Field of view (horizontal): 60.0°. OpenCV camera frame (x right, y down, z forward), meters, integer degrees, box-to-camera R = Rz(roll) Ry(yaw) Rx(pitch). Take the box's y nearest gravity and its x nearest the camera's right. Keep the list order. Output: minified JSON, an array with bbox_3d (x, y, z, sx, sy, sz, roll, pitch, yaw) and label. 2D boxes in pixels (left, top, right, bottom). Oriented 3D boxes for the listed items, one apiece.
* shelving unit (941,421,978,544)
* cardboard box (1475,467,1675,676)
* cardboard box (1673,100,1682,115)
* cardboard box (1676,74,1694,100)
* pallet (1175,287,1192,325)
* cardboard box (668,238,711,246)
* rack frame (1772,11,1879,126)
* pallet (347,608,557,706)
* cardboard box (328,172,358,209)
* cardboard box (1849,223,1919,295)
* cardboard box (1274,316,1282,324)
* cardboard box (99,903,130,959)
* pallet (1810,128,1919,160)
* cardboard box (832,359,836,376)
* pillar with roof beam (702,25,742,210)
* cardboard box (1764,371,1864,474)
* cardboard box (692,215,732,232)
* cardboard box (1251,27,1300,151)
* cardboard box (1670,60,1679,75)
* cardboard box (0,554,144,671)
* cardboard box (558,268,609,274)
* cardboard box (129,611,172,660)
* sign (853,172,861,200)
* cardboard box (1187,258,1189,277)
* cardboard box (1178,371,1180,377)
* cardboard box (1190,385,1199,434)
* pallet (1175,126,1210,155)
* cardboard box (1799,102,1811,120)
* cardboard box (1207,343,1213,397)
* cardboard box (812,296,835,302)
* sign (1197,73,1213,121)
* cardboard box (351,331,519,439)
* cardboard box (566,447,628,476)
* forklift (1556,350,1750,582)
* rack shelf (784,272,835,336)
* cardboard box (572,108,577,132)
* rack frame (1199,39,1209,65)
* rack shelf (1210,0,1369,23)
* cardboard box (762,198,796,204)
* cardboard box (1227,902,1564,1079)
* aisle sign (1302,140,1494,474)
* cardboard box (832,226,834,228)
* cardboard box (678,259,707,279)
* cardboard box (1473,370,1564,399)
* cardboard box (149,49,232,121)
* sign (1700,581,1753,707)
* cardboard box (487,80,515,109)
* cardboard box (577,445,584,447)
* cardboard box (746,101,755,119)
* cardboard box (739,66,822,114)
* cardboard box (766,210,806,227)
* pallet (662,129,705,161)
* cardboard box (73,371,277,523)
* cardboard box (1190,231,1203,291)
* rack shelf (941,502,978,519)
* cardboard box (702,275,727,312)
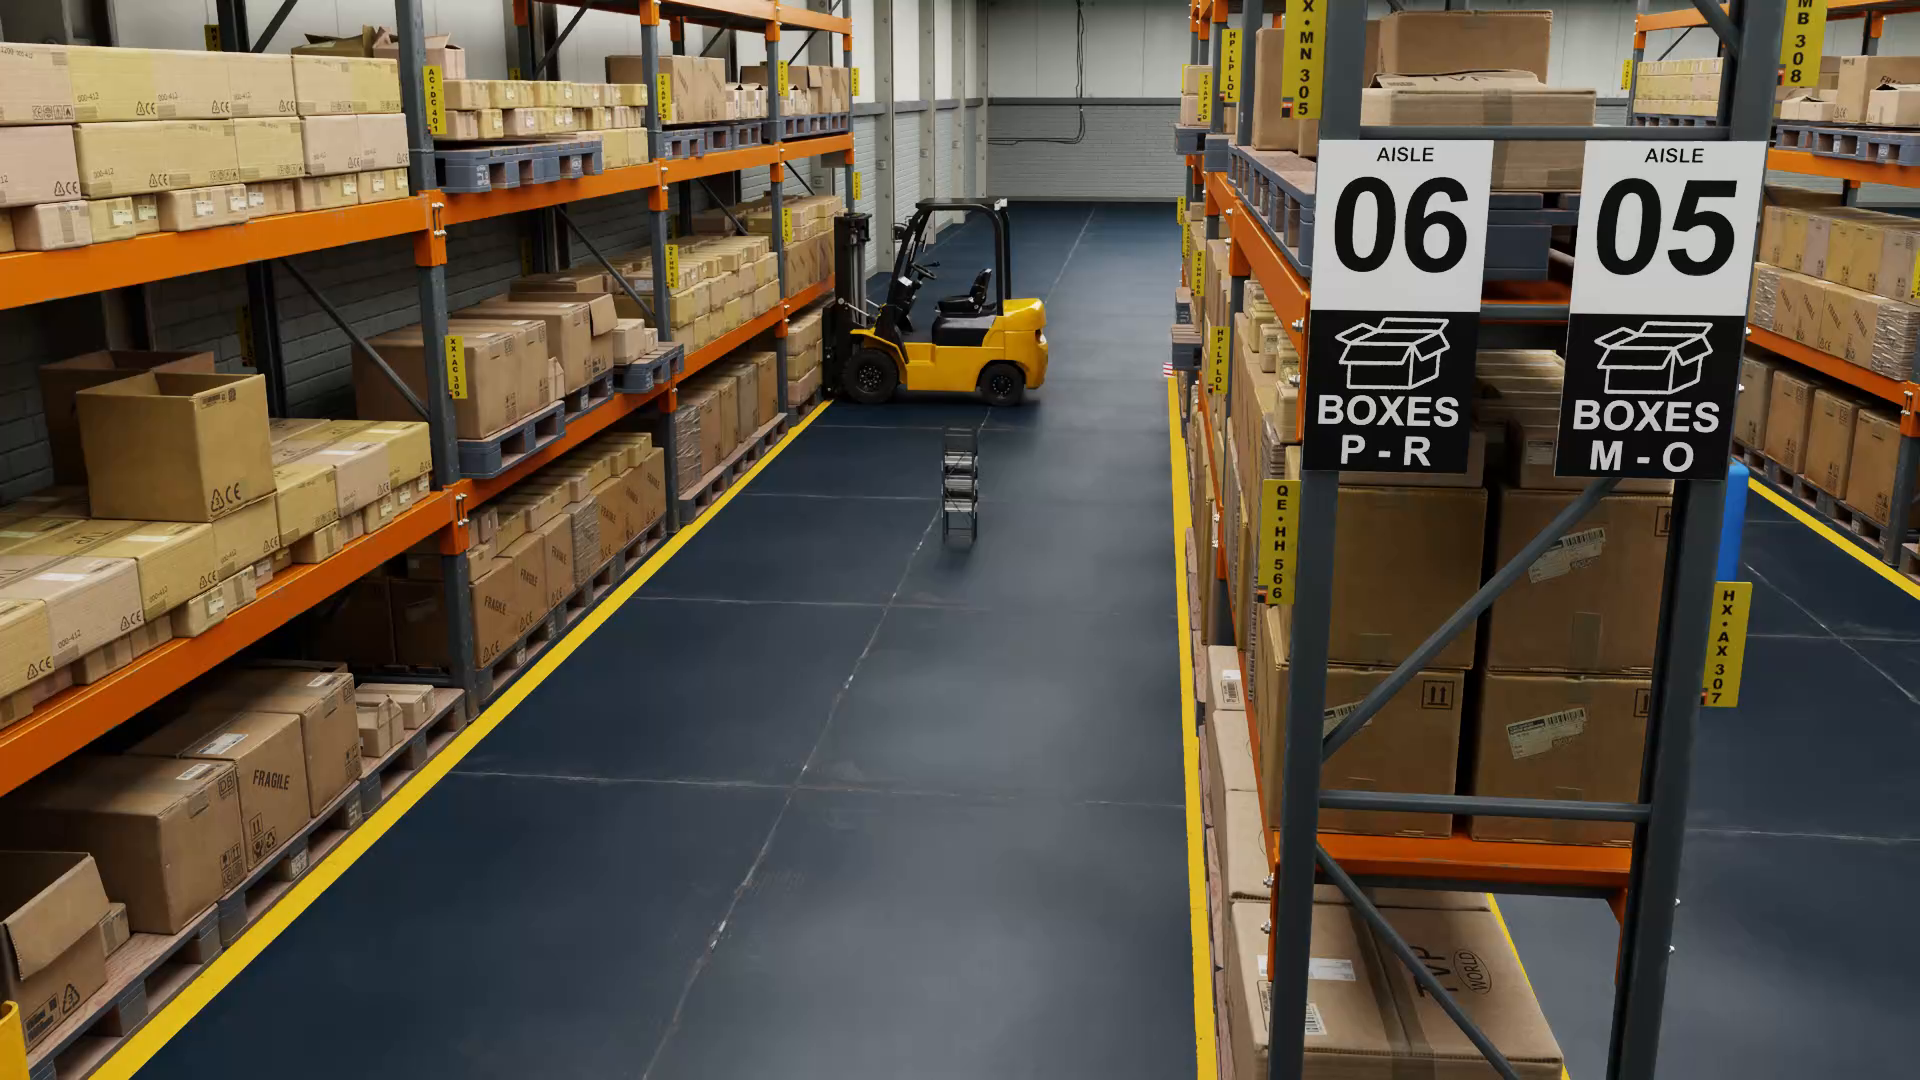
[{"bbox_3d":[-0.001,-0.432,12.537,0.258,0.900,0.210,2,15,6],"label":"shelving unit"},{"bbox_3d":[1.687,0.052,4.615,0.500,0.500,0.500,1,15,5],"label":"cardboard box"},{"bbox_3d":[7.557,-4.436,17.058,0.380,0.149,0.250,2,15,7],"label":"cardboard box"},{"bbox_3d":[7.606,-4.591,16.868,0.500,0.250,0.500,2,15,6],"label":"cardboard box"},{"bbox_3d":[2.473,-2.126,15.147,1.003,0.211,1.213,2,15,6],"label":"pallet"},{"bbox_3d":[-2.564,-2.767,15.713,0.380,0.149,0.250,1,15,4],"label":"cardboard box"},{"bbox_3d":[7.634,-5.189,14.614,1.000,3.000,0.127,2,15,6],"label":"rack frame"},{"bbox_3d":[-3.077,0.651,9.851,1.003,0.211,1.213,2,15,6],"label":"pallet"},{"bbox_3d":[-2.948,-1.575,7.476,0.380,0.149,0.250,2,15,8],"label":"cardboard box"},{"bbox_3d":[7.354,-2.167,12.824,0.700,0.500,0.500,1,15,5],"label":"cardboard box"},{"bbox_3d":[1.413,-0.775,6.432,0.380,0.149,0.250,2,15,6],"label":"cardboard box"},{"bbox_3d":[-3.333,1.463,6.163,0.380,0.149,0.250,1,15,4],"label":"cardboard box"},{"bbox_3d":[7.325,-3.071,12.889,1.003,0.211,1.213,2,15,9],"label":"pallet"},{"bbox_3d":[-1.684,-1.946,18.576,0.500,0.250,0.500,2,15,8],"label":"cardboard box"},{"bbox_3d":[1.526,-6.211,18.391,9.100,9.000,0.400,2,15,6],"label":"pillar with roof beam"},{"bbox_3d":[7.540,-0.996,14.106,1.050,0.750,0.750,2,15,6],"label":"cardboard box"},{"bbox_3d":[-2.493,-3.155,16.579,0.380,0.149,0.250,2,15,6],"label":"cardboard box"},{"bbox_3d":[1.526,-1.939,7.152,0.500,0.500,0.500,2,15,7],"label":"cardboard box"},{"bbox_3d":[7.586,-4.887,17.198,0.380,0.149,0.250,2,15,6],"label":"cardboard box"},{"bbox_3d":[-3.207,0.242,5.736,0.500,0.250,0.500,2,15,7],"label":"cardboard box"},{"bbox_3d":[-2.926,-2.044,13.039,0.380,0.149,0.250,2,15,8],"label":"cardboard box"},{"bbox_3d":[-3.181,0.329,6.180,0.380,0.149,0.250,2,15,7],"label":"cardboard box"},{"bbox_3d":[-1.240,-4.249,19.958,0.100,0.325,0.005,2,15,6],"label":"sign"},{"bbox_3d":[2.612,-2.996,17.233,0.500,0.500,0.500,2,15,8],"label":"cardboard box"},{"bbox_3d":[2.724,-1.993,18.747,0.500,0.250,0.500,2,15,8],"label":"cardboard box"},{"bbox_3d":[2.647,-1.211,15.624,0.950,0.372,0.625,2,15,7],"label":"cardboard box"},{"bbox_3d":[2.414,-3.344,13.896,1.213,0.211,1.003,2,15,6],"label":"pallet"},{"bbox_3d":[7.270,-3.609,14.002,0.250,0.149,0.380,2,15,6],"label":"cardboard box"},{"bbox_3d":[1.752,-1.026,10.040,0.500,0.250,0.500,2,15,7],"label":"cardboard box"},{"bbox_3d":[-1.571,-2.692,19.420,0.500,0.250,0.500,2,15,7],"label":"cardboard box"},{"bbox_3d":[1.713,-3.090,11.604,0.100,0.325,0.005,2,15,6],"label":"sign"},{"bbox_3d":[-2.855,-0.853,9.075,0.700,0.500,0.500,2,15,8],"label":"cardboard box"},{"bbox_3d":[-2.558,-0.556,11.712,0.380,0.149,0.250,1,15,4],"label":"cardboard box"},{"bbox_3d":[4.533,-1.220,11.559,1.130,2.935,3.031,2,15,7],"label":"forklift"},{"bbox_3d":[-2.003,-2.730,18.388,1.077,0.370,4.000,2,15,6],"label":"rack shelf"},{"bbox_3d":[-2.652,-2.657,10.518,0.380,0.149,0.250,2,15,8],"label":"cardboard box"},{"bbox_3d":[2.704,-5.309,15.056,1.000,3.000,0.127,2,15,6],"label":"rack frame"},{"bbox_3d":[2.027,-3.212,9.447,1.077,0.370,4.000,2,15,6],"label":"rack shelf"},{"bbox_3d":[-2.106,-3.884,19.275,0.380,0.149,0.250,2,15,7],"label":"cardboard box"},{"bbox_3d":[1.325,1.559,5.253,0.875,0.438,0.875,1,15,4],"label":"cardboard box"},{"bbox_3d":[1.034,-0.546,3.954,0.394,0.787,0.004,2,15,6],"label":"aisle sign"},{"bbox_3d":[-1.640,-3.374,19.202,0.500,0.500,0.500,2,15,8],"label":"cardboard box"},{"bbox_3d":[-2.303,-2.227,13.717,0.380,0.149,0.250,2,15,7],"label":"cardboard box"},{"bbox_3d":[1.779,-0.431,5.161,0.380,0.149,0.250,1,15,4],"label":"cardboard box"},{"bbox_3d":[-3.116,-1.709,6.247,0.500,0.250,0.500,2,15,8],"label":"cardboard box"},{"bbox_3d":[1.900,0.261,4.139,0.100,0.325,0.005,2,15,6],"label":"sign"},{"bbox_3d":[-2.632,-2.405,8.978,0.380,0.149,0.250,1,15,5],"label":"cardboard box"},{"bbox_3d":[-3.006,-0.416,12.437,0.500,0.500,0.500,2,15,8],"label":"cardboard box"},{"bbox_3d":[-2.051,-3.842,14.862,0.380,0.149,0.250,2,15,6],"label":"cardboard box"},{"bbox_3d":[-1.904,-4.809,17.760,0.797,0.503,0.637,2,15,8],"label":"cardboard box"},{"bbox_3d":[-1.807,-3.338,17.255,0.380,0.149,0.250,2,15,8],"label":"cardboard box"},{"bbox_3d":[-2.692,-3.056,12.833,1.213,0.211,1.003,2,15,9],"label":"pallet"},{"bbox_3d":[-3.095,-0.378,6.594,0.500,0.500,0.500,2,15,8],"label":"cardboard box"},{"bbox_3d":[2.193,-2.303,13.867,0.500,0.500,0.500,1,15,4],"label":"cardboard box"},{"bbox_3d":[-0.001,-0.226,12.592,0.258,0.077,0.200,2,15,6],"label":"rack shelf"},{"bbox_3d":[-2.253,-2.063,13.873,0.500,0.250,0.500,1,15,5],"label":"cardboard box"}]
